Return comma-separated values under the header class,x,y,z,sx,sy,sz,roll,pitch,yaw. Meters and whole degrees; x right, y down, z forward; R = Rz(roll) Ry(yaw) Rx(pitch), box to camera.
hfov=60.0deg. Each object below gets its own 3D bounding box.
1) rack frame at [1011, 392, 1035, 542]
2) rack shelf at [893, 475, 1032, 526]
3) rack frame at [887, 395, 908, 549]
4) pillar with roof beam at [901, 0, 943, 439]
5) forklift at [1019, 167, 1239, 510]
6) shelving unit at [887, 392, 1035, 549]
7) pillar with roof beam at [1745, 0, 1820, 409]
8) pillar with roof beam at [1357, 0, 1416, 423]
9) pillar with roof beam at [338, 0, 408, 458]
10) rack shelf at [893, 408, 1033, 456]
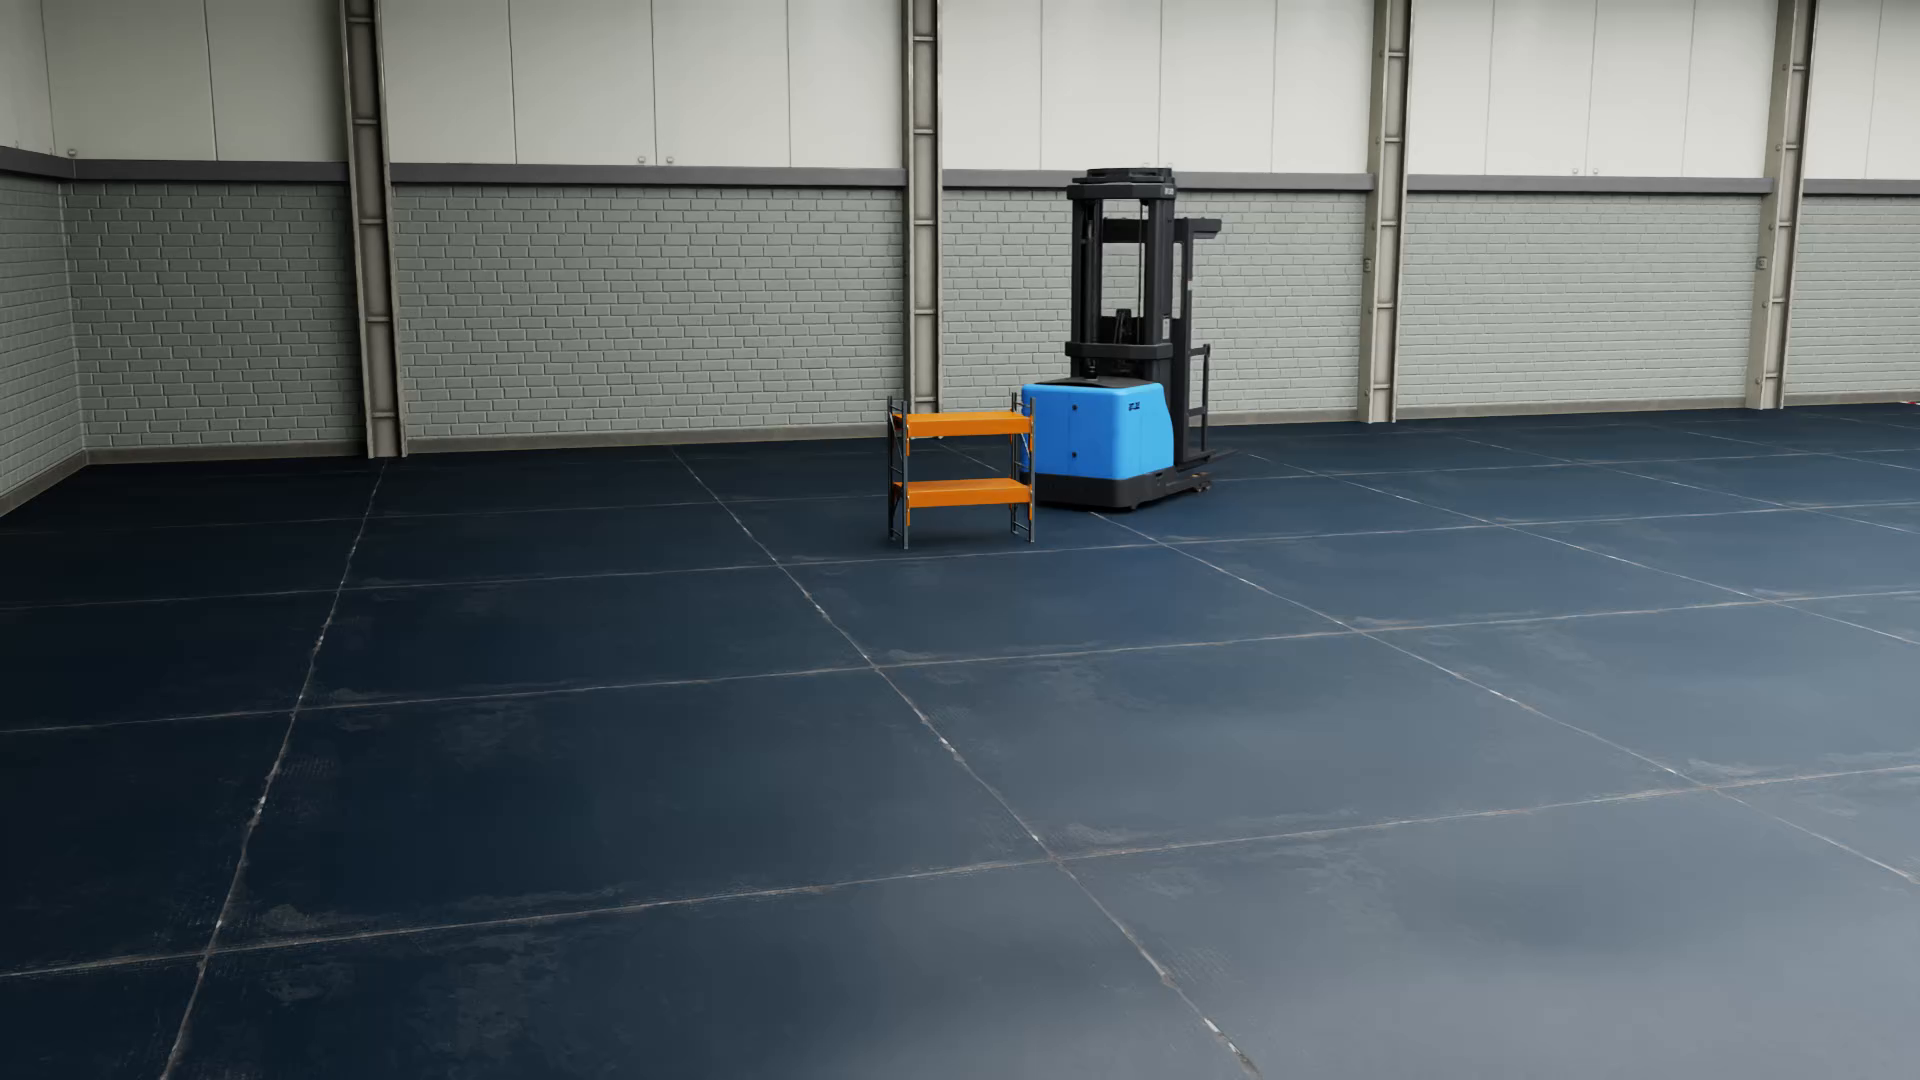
class,x,y,z,sx,sy,sz,roll,pitch,yaw
rack frame,0.495,-0.579,13.086,0.032,1.125,0.500,-3,11,-16
rack shelf,0.006,-0.313,12.991,1.000,0.278,0.538,-3,11,-16
rack frame,-0.482,-0.528,12.807,0.032,1.125,0.500,-3,11,-16
pillar with roof beam,0.770,-4.893,14.772,0.400,9.000,9.100,-3,11,-16
forklift,1.722,-1.922,15.391,1.130,2.935,3.031,6,12,31
shelving unit,0.006,-0.554,12.947,1.048,1.125,0.538,-3,11,-16
pillar with roof beam,12.292,-5.501,18.071,0.400,9.000,9.100,-3,11,-16
pillar with roof beam,6.531,-5.197,16.421,0.400,9.000,9.100,-3,11,-16
pillar with roof beam,-4.991,-4.590,13.123,0.400,9.000,9.100,-3,11,-16
rack shelf,0.006,-0.841,12.894,1.000,0.278,0.538,-3,11,-16
